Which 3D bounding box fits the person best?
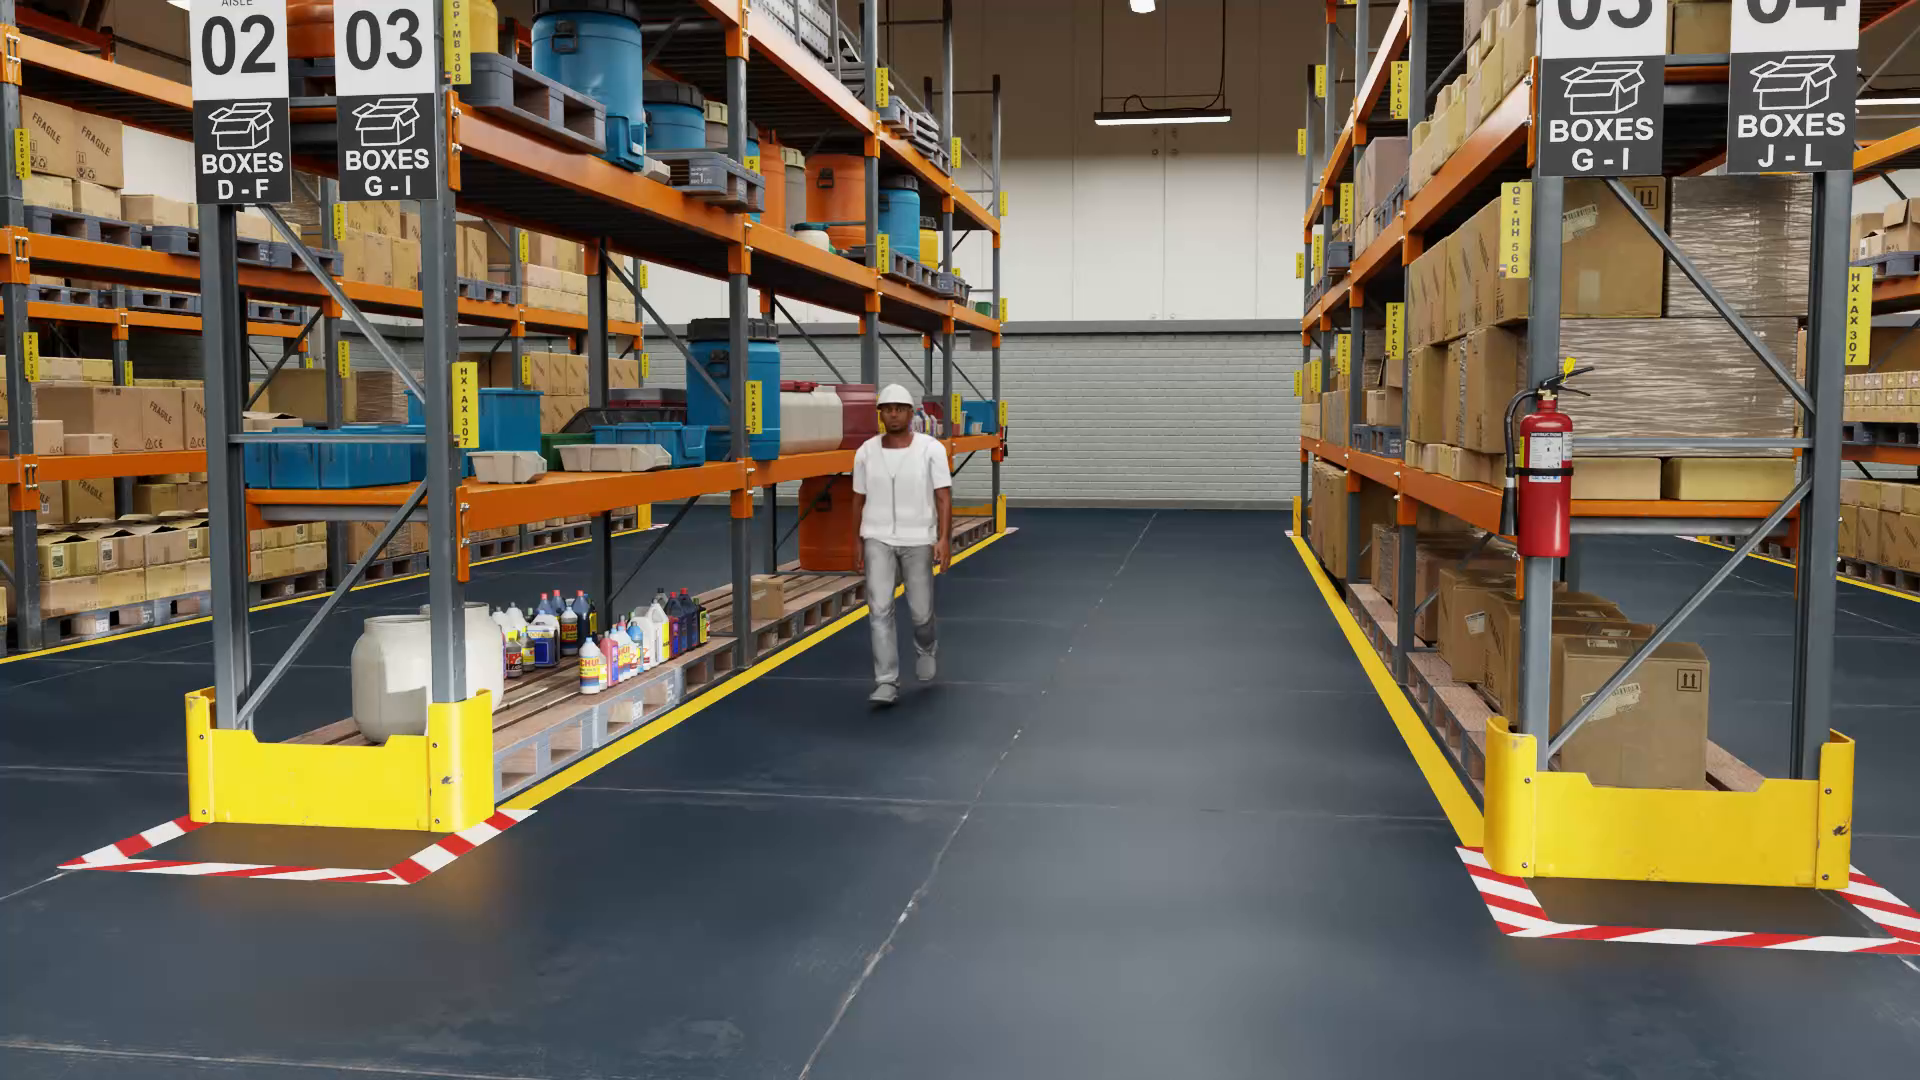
[{"bbox_3d":[-0.326,0.007,9.276,0.581,1.748,0.840,0,4,6],"label":"person"}]
